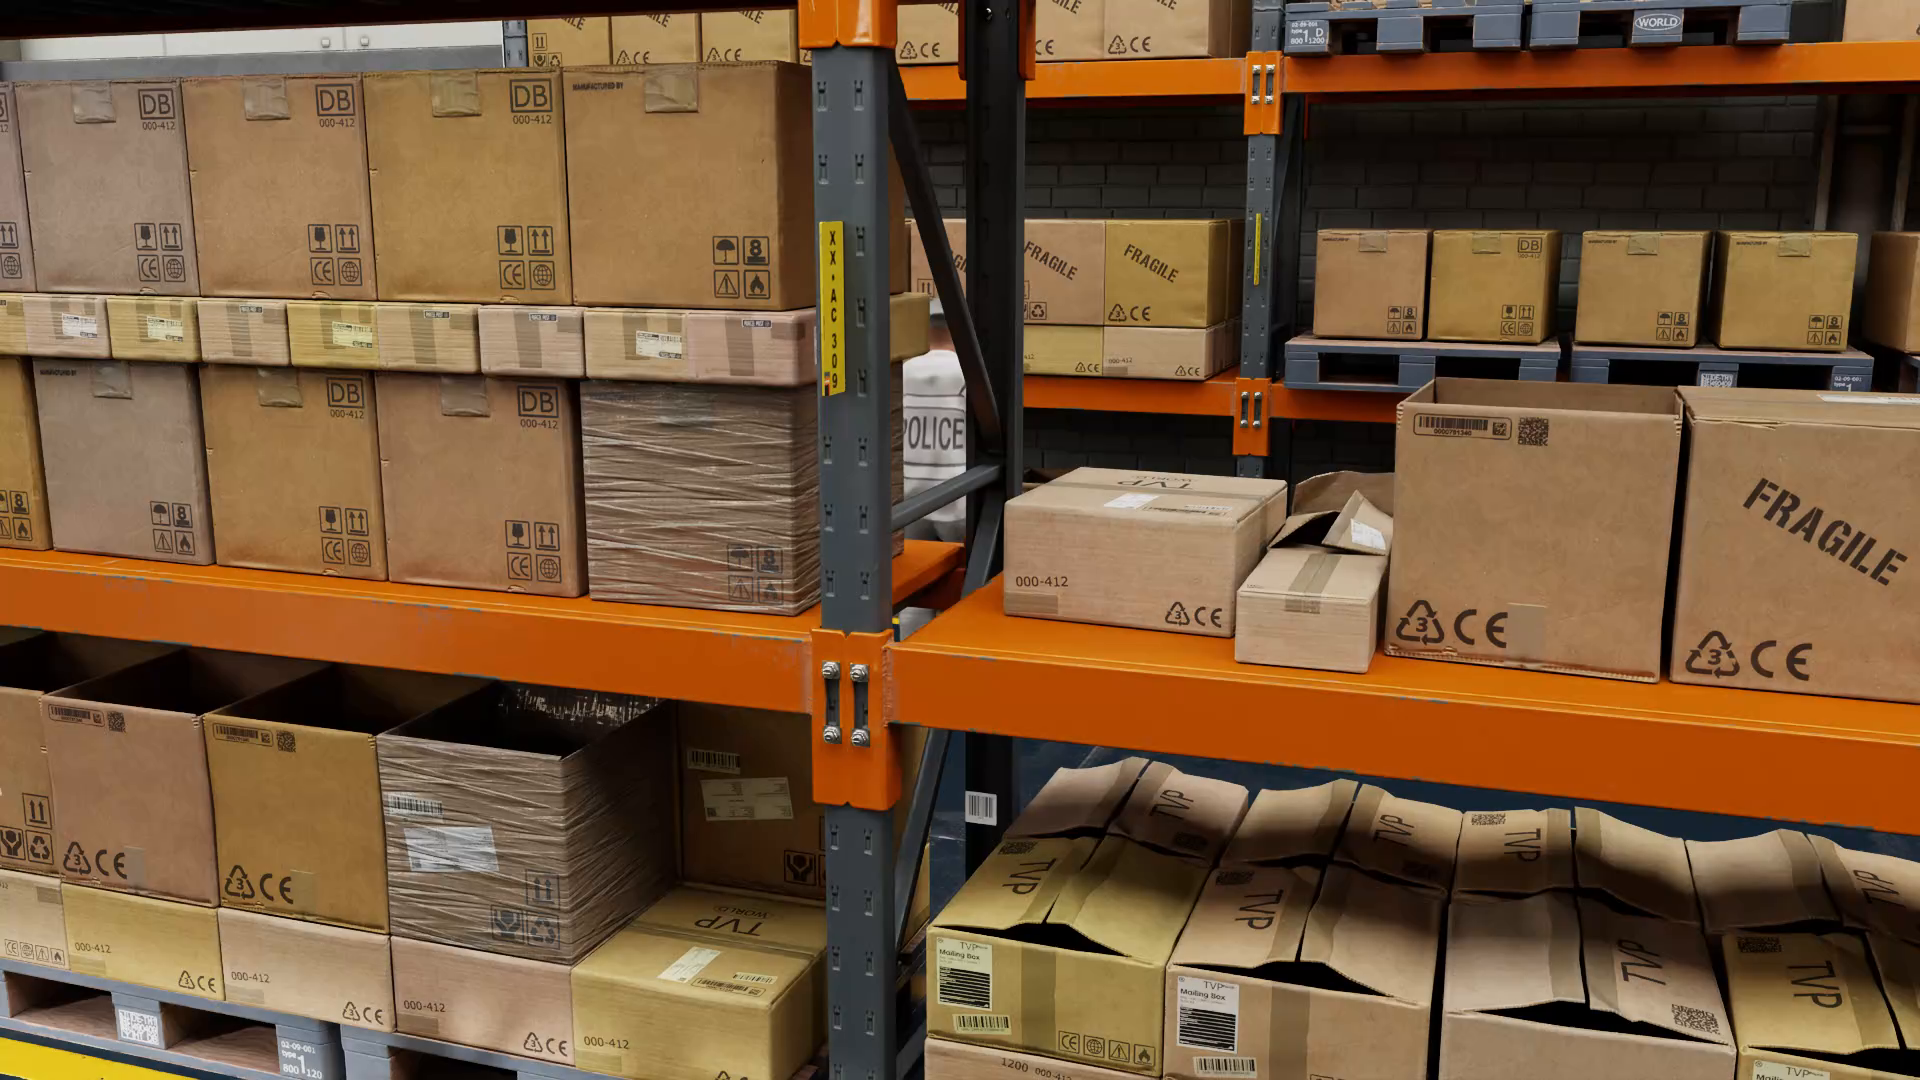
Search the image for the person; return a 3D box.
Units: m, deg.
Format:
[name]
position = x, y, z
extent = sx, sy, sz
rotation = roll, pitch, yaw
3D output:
[person]
position = -0.069, -0.146, 7.117
extent = 0.560, 1.756, 0.434
rotation = 4, 12, 17
